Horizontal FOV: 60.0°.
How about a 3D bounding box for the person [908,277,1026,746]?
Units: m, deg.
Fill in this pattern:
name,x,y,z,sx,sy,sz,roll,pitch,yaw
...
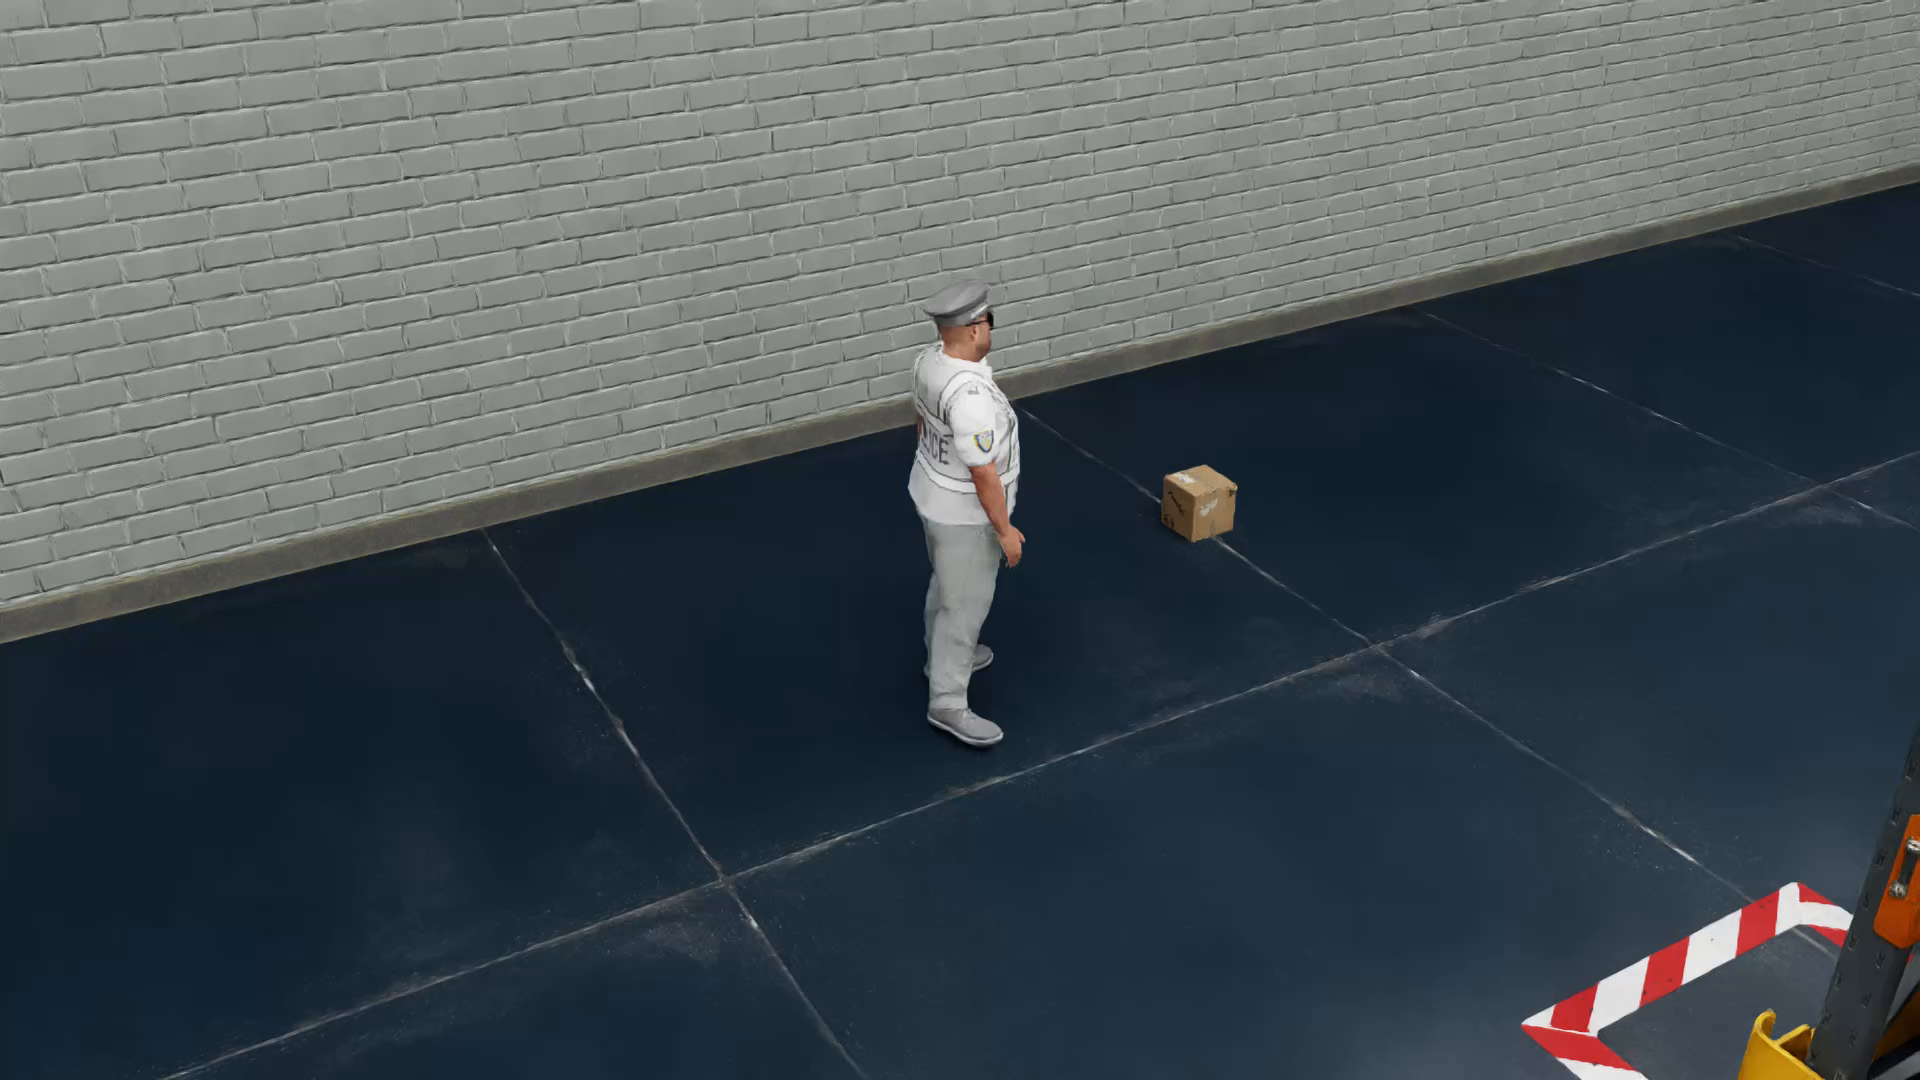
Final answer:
name,x,y,z,sx,sy,sz,roll,pitch,yaw
person,0.021,-0.130,6.297,0.398,1.770,0.690,-8,30,-15
